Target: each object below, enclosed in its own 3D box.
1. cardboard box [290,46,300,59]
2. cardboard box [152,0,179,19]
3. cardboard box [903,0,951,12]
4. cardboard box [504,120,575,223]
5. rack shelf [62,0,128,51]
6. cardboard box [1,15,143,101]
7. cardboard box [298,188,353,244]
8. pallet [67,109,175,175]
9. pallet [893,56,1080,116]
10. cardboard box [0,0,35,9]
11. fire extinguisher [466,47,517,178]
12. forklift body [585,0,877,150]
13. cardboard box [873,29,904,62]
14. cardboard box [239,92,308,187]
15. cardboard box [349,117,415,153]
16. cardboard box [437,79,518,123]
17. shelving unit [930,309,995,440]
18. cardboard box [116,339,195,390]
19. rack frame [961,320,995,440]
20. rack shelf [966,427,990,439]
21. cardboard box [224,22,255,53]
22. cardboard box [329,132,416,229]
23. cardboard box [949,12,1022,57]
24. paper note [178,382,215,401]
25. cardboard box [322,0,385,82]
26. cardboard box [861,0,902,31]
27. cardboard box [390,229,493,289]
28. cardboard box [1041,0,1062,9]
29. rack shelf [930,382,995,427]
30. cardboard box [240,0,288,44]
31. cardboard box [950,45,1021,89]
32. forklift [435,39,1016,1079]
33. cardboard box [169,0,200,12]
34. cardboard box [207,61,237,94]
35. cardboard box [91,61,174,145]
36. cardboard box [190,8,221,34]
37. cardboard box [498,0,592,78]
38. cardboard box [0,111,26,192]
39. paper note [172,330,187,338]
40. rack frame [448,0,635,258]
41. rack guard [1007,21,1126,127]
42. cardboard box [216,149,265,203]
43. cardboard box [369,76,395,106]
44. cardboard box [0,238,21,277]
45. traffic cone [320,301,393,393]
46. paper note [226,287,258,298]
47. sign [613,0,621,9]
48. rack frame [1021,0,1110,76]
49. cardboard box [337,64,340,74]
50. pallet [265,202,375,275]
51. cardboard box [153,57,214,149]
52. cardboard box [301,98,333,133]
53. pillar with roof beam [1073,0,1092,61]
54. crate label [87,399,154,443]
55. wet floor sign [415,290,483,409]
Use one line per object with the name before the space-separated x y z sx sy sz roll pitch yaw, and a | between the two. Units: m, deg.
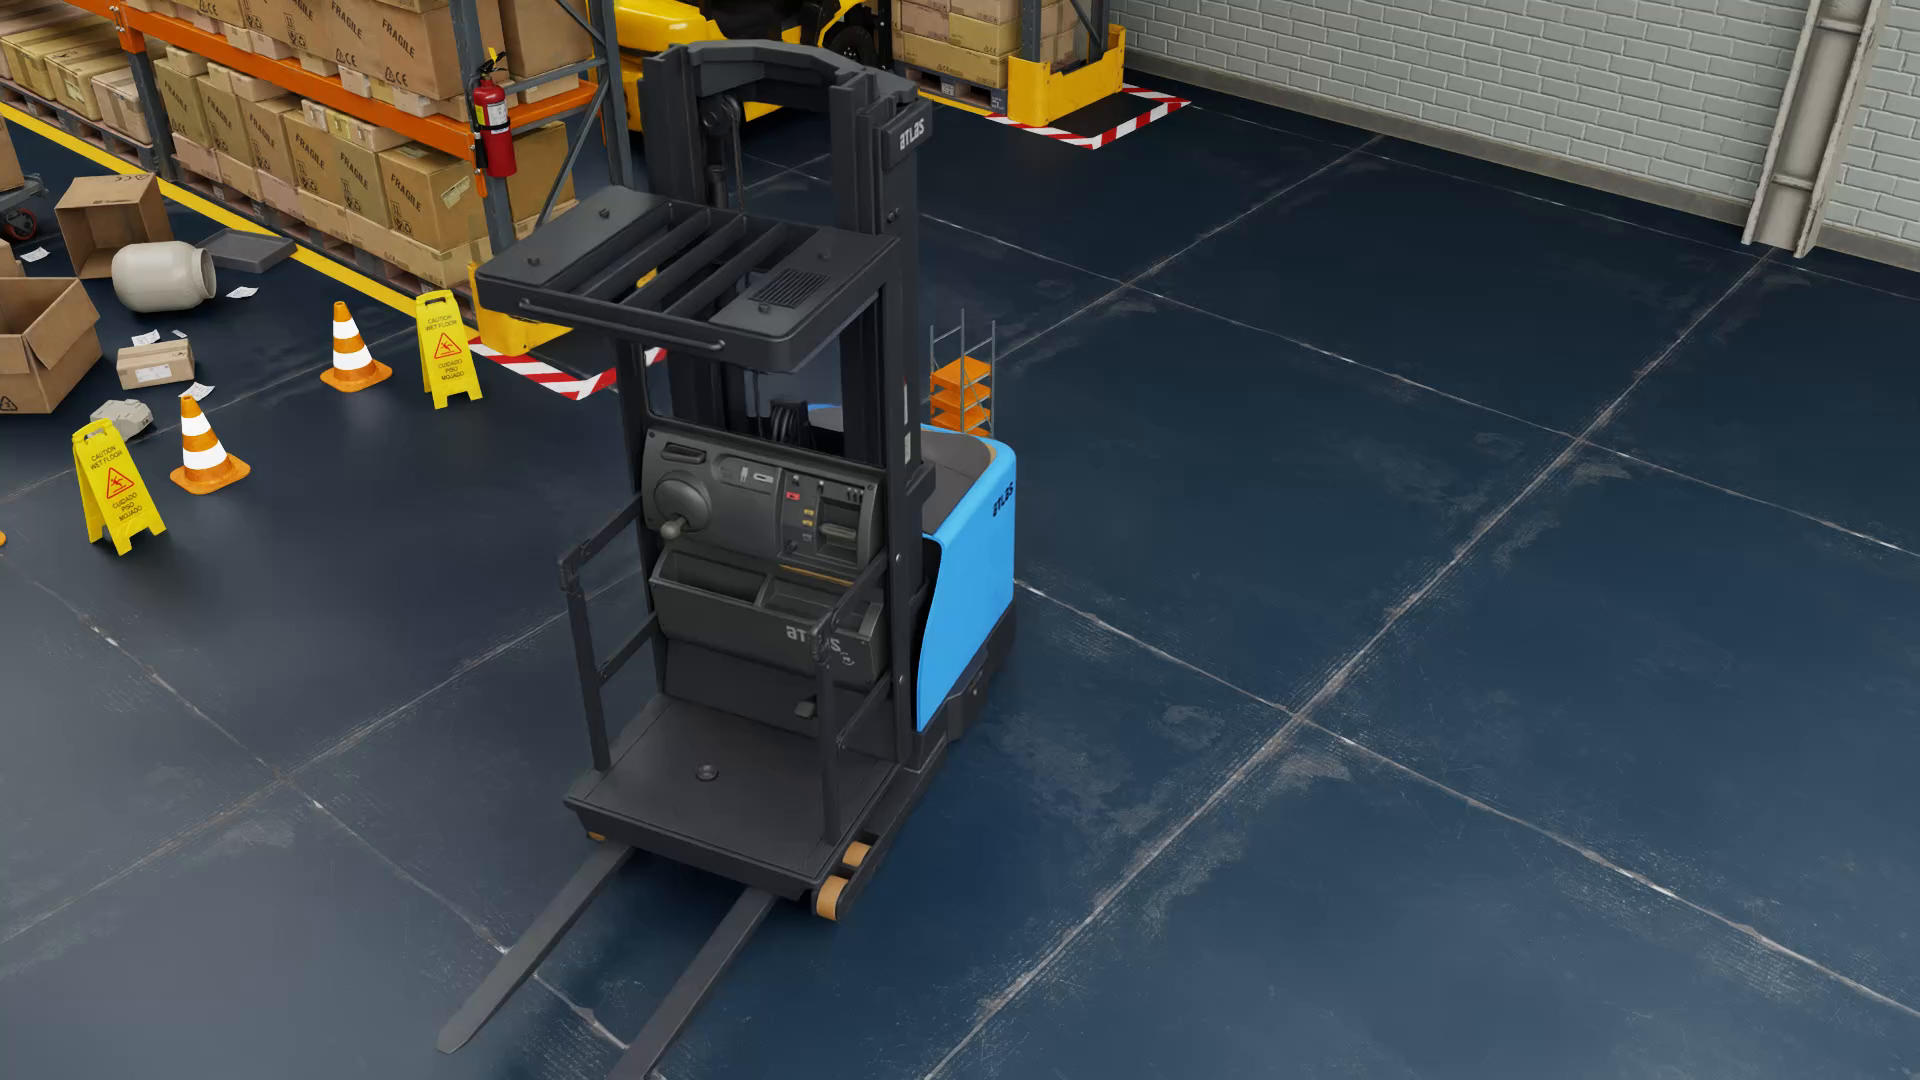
cardboard box | -3.926 -3.096 10.330 0.250 0.149 0.380 25 42 32
cardboard box | -5.150 -3.617 11.090 0.250 0.149 0.380 27 43 33
cardboard box | -0.117 -4.421 13.212 0.500 0.250 0.500 26 42 33
cardboard box | -2.802 -2.364 10.439 0.500 0.500 0.500 24 41 30
rack shelf | -6.951 -4.471 12.747 4.000 0.370 1.077 25 42 32
cardboard box | -6.909 -3.832 13.131 0.625 0.372 0.950 27 43 33
cardboard box | -3.932 -2.188 10.845 0.500 0.250 0.500 24 41 30
pallet | -6.013 -3.175 12.687 1.213 0.211 1.003 25 42 32
pallet | 0.219 -3.865 13.691 1.213 0.211 1.003 25 42 32
cardboard box | -8.060 -4.373 13.919 0.625 0.372 0.950 22 40 29
fire extinguisher | -2.547 -2.321 9.048 0.183 0.674 0.296 25 42 32
forklift body | -1.791 -4.299 12.610 1.214 2.155 2.313 25 42 32
cardboard box | -0.485 -4.197 13.770 0.500 0.250 0.500 26 42 32
cardboard box | -4.317 -2.684 10.904 0.500 0.500 0.500 28 43 34
cardboard box | -3.448 -2.491 10.051 0.250 0.149 0.380 27 43 33
cardboard box | -2.764 -2.534 9.511 0.250 0.149 0.380 27 43 33
shelving unit | 0.011 -0.489 7.903 0.189 1.200 0.258 25 42 32
cardboard box | -4.639 -1.015 9.597 0.380 0.149 0.250 -12 36 -17
rack frame | 0.081 -0.456 7.854 0.006 1.200 0.240 25 42 32
rack shelf | 0.011 -0.453 7.928 0.180 0.103 0.258 25 42 32
cardboard box | -4.400 -3.219 10.509 0.250 0.149 0.380 25 42 32
cardboard box | -3.526 -2.308 10.356 0.500 0.500 0.500 27 43 33
cardboard box | 0.259 -4.042 13.102 0.500 0.250 0.500 25 41 31
paper note | -4.340 -0.847 9.457 0.142 0.019 0.148 12 36 16
cardboard box | -3.315 -3.019 9.645 0.500 0.500 0.500 25 42 32
cardboard box | -0.530 -4.406 13.632 0.500 0.250 0.500 24 41 31
cardboard box | -3.152 -1.819 10.307 0.500 0.250 0.500 25 42 32
cardboard box | 0.585 -4.464 13.275 0.500 0.250 0.500 25 41 31
rack shelf | 0.011 -0.651 7.792 0.180 0.103 0.258 25 42 32
cardboard box | -4.075 -3.393 10.190 0.500 0.500 0.500 26 42 32
cardboard box | 0.270 -3.828 13.232 0.500 0.250 0.500 26 42 32
forklift | -0.806 -0.071 5.765 1.130 2.935 3.031 14 37 19
cardboard box | -4.854 -3.755 10.717 0.500 0.500 0.500 25 42 32
cardboard box | -4.680 -3.072 10.896 0.250 0.149 0.380 27 43 33
cardboard box | -5.819 -3.322 12.388 0.625 0.372 0.950 26 42 32
cardboard box | -4.758 -3.430 10.816 0.250 0.149 0.380 27 43 33
cardboard box | -2.526 -3.051 9.692 0.500 0.500 0.500 25 41 31
cardboard box | -6.530 -2.540 10.838 0.500 0.500 0.500 25 42 32
paper note | -4.721 -1.247 10.057 0.123 0.001 0.032 25 42 32
rack frame | -2.340 -2.595 9.379 0.127 3.000 1.000 25 42 32
rack guard | 0.852 -3.717 13.220 0.348 0.500 1.175 25 42 32
cardboard box | -4.716 -2.564 11.391 0.500 0.250 0.500 28 43 34
cardboard box | -3.213 -2.679 9.724 0.250 0.149 0.380 24 41 31
cardboard box | -6.034 -1.491 9.857 0.503 0.637 0.797 25 42 32
traffic cone | -3.496 -1.143 9.506 0.334 0.463 0.336 25 42 32
paper note | -4.534 -1.569 10.508 0.148 0.019 0.142 12 36 16
sign | -1.993 -3.188 9.477 0.005 0.325 0.100 25 42 32
rack frame | 0.833 -4.756 12.525 0.127 3.000 1.000 25 42 32
cardboard box | -3.537 -2.913 10.064 0.250 0.149 0.380 26 42 32
pallet | -3.933 -2.224 11.303 1.213 0.211 1.003 25 42 32
cardboard box | -5.133 -3.061 11.453 0.500 0.500 0.500 27 43 34
cardboard box | -3.840 -2.680 10.325 0.250 0.149 0.380 27 43 34
pillar with roof beam | -1.880 -6.000 9.038 0.400 9.000 9.100 25 42 32
crate label | -4.589 -0.661 9.091 0.298 0.136 0.250 6 35 8
wet floor sign | -2.879 -1.090 9.267 0.267 0.644 0.232 -18 38 -25
